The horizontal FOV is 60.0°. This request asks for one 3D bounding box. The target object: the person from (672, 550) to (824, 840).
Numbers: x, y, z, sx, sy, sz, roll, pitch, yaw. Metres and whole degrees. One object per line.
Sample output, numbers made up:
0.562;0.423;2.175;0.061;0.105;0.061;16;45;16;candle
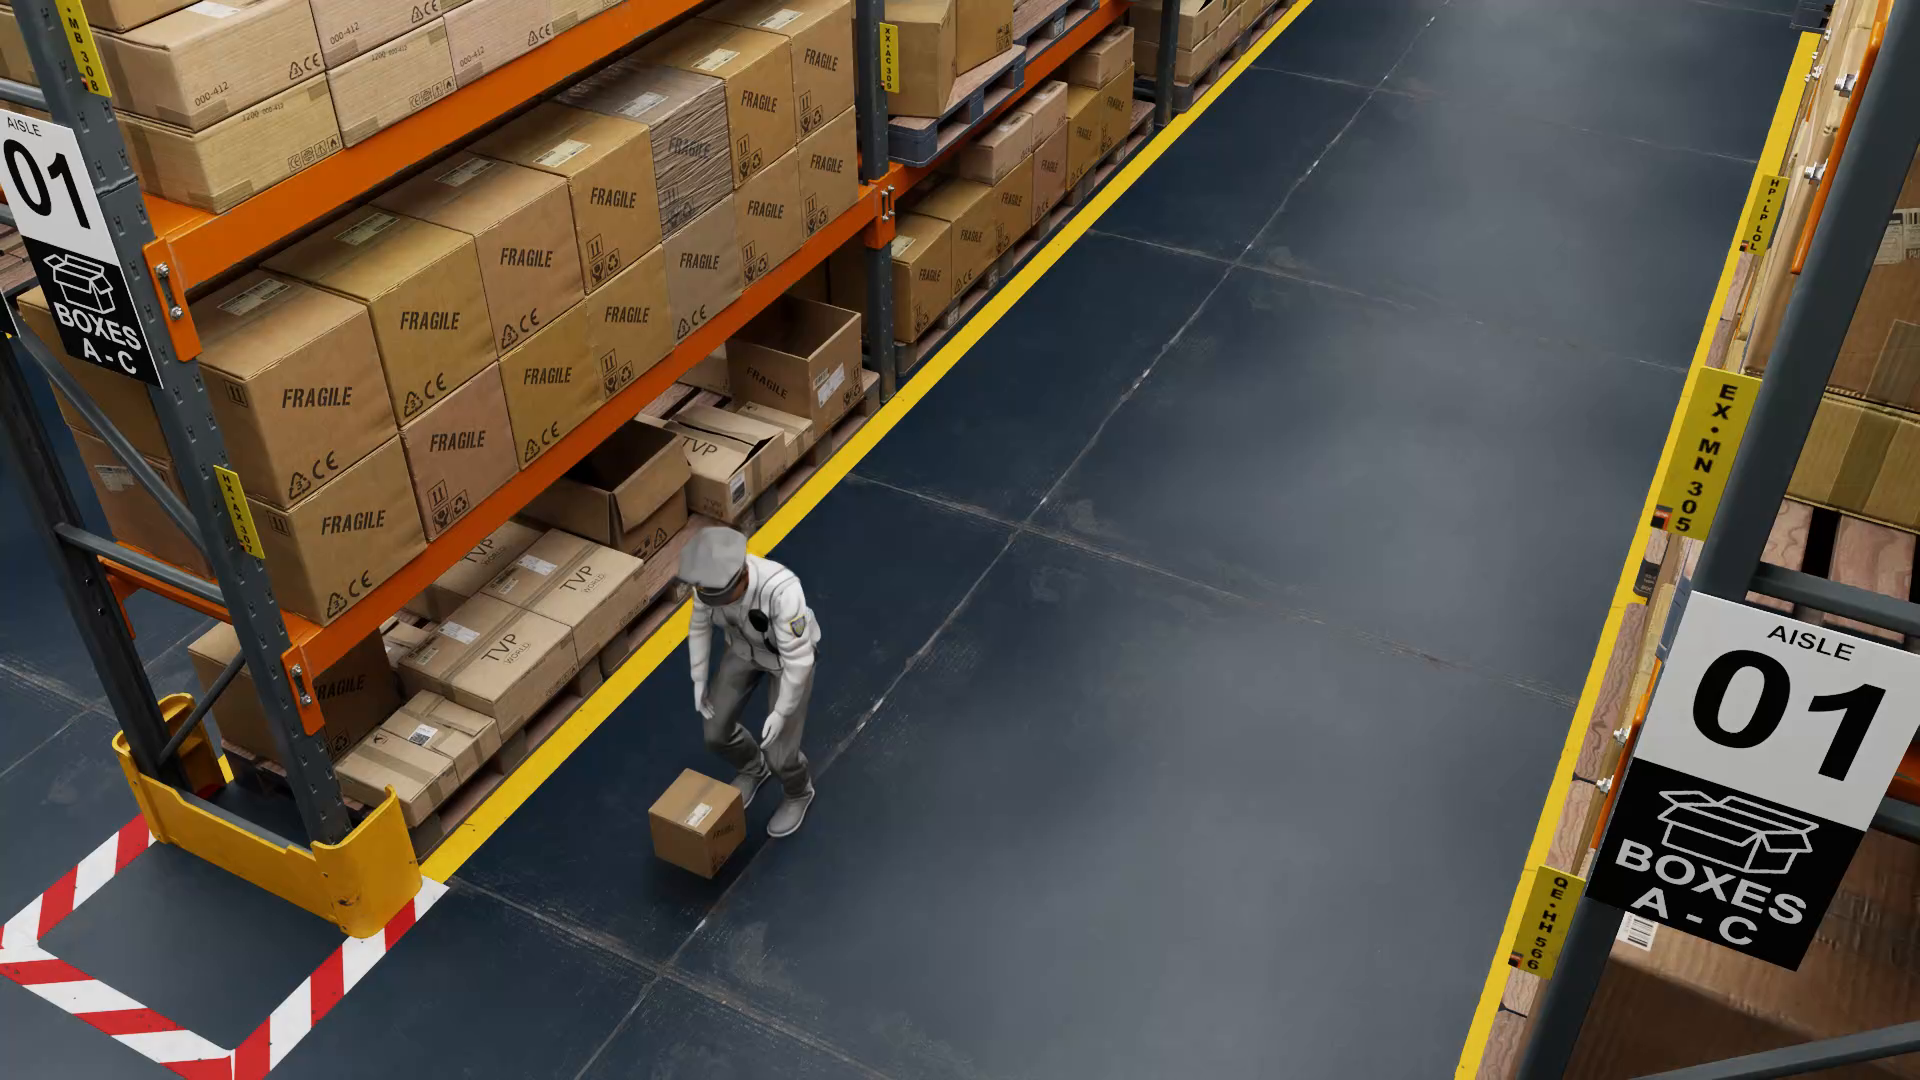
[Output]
-0.763;0.539;6.259;0.534;1.430;0.673;18;42;22;person
